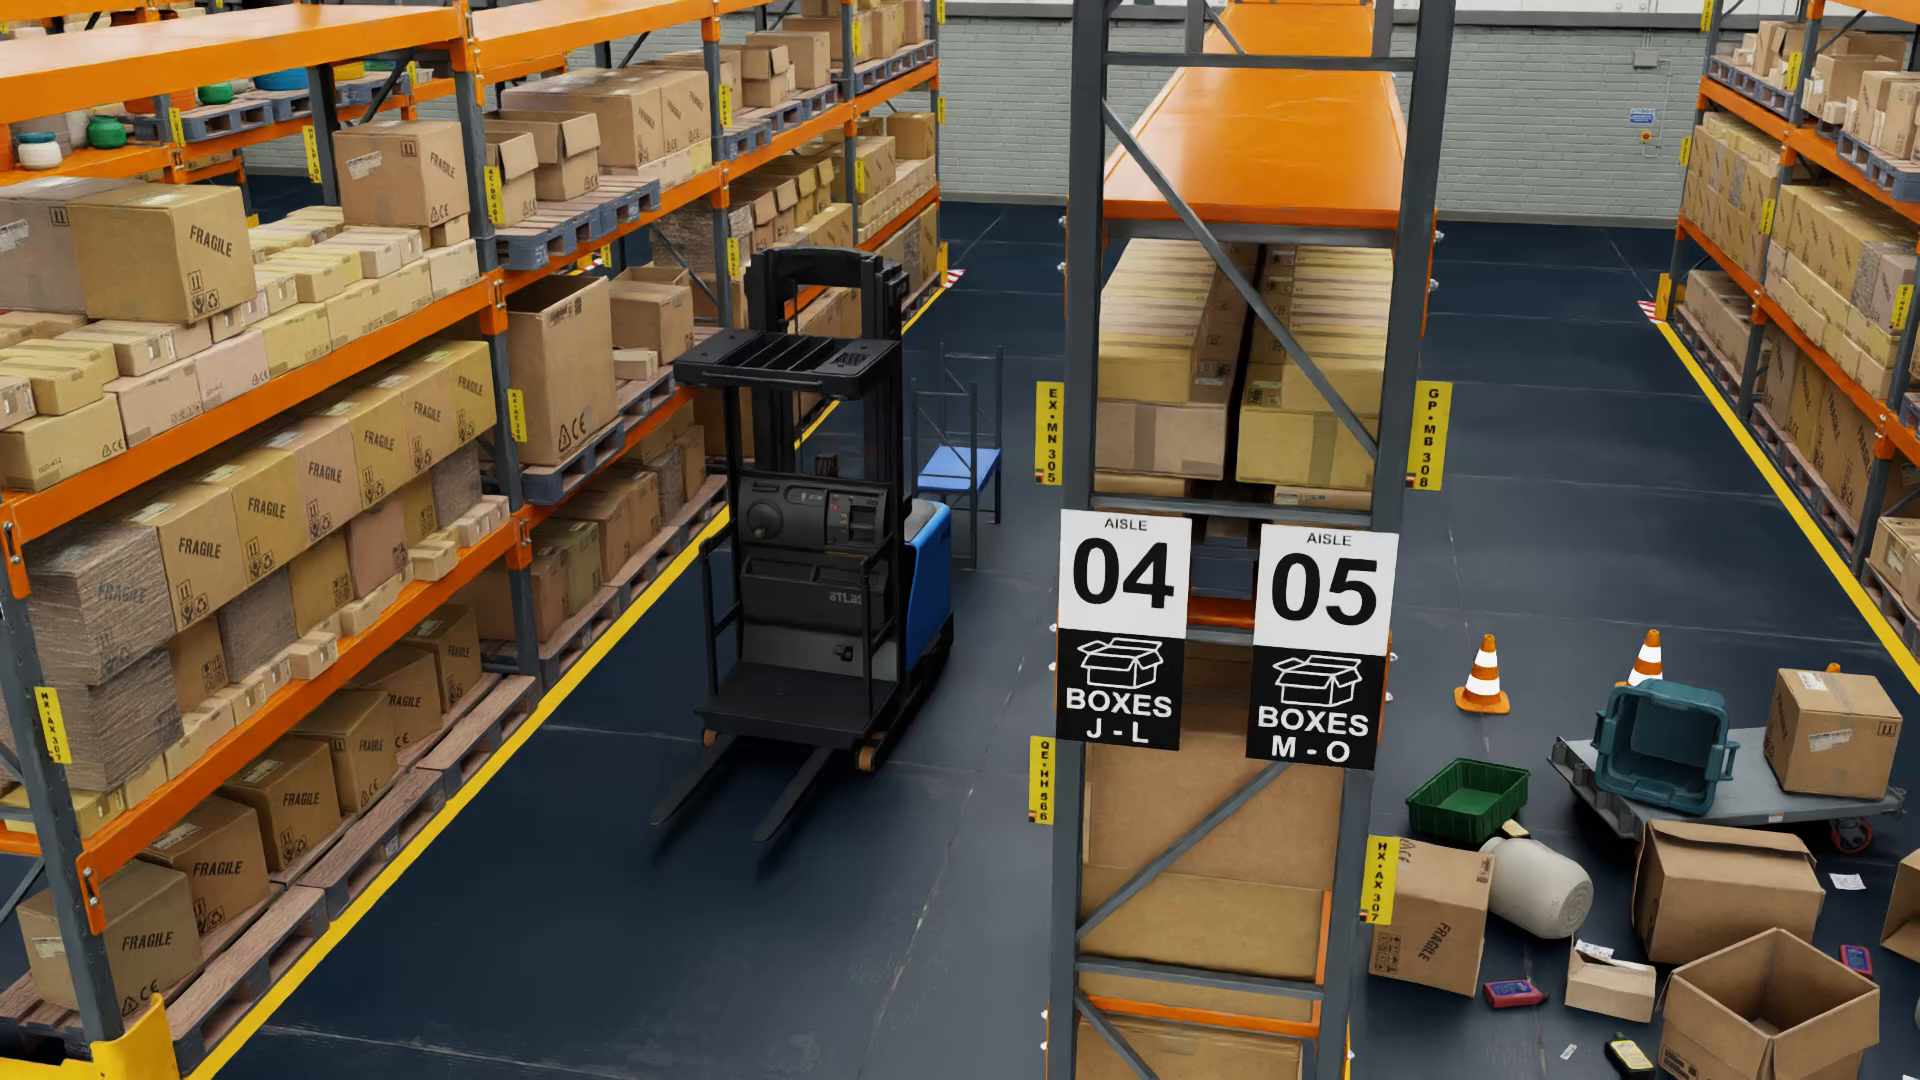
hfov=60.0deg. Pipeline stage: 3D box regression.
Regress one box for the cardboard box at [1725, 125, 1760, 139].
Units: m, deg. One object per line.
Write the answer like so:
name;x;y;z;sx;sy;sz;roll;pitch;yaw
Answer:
cardboard box;8.409;-4.338;17.770;0.380;0.149;0.250;5;22;11

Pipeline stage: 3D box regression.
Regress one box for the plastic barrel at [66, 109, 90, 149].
plastic barrel;-7.607;-3.582;14.066;0.421;0.512;0.421;0;22;0

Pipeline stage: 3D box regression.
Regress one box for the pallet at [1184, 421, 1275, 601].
pallet;0.949;-0.132;5.771;1.003;0.211;1.213;4;22;11

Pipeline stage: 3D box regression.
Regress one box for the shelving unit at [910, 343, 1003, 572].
shelving unit;-0.017;-0.664;12.996;0.538;1.500;1.048;4;22;11

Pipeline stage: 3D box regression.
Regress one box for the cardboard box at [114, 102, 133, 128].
cardboard box;-10.589;-5.297;21.019;0.500;0.500;0.500;5;23;13

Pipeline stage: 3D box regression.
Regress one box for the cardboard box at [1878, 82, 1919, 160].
cardboard box;7.323;-3.105;12.336;0.700;0.500;0.500;3;22;8

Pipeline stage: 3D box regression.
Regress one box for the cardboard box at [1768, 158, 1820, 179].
cardboard box;7.874;-3.506;15.704;0.380;0.149;0.250;4;22;10

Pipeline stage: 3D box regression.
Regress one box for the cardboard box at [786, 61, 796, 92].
cardboard box;-1.891;-4.464;15.965;0.500;0.311;0.500;4;22;9

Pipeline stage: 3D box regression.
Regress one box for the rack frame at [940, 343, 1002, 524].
rack frame;0.086;-0.850;13.458;0.500;1.500;0.032;4;22;11

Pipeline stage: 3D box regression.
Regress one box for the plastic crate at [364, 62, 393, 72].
plastic crate;-6.637;-5.162;18.425;0.450;0.188;0.662;4;22;11

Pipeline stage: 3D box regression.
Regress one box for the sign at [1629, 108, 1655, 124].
sign;10.032;-6.237;24.462;0.327;0.218;0.001;4;22;11

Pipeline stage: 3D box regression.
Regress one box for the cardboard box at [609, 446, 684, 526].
cardboard box;-2.613;-0.445;13.201;0.700;0.500;0.500;3;22;6

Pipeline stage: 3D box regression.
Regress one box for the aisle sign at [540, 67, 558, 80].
aisle sign;-5.310;-6.364;21.661;0.394;0.787;0.004;4;22;11

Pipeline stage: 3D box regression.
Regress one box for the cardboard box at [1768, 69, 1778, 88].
cardboard box;7.994;-4.429;15.961;0.380;0.149;0.250;5;22;12

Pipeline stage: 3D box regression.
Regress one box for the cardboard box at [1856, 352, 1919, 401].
cardboard box;7.156;-1.231;12.595;0.500;0.250;0.500;4;22;9

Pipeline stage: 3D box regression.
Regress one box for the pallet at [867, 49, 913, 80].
pallet;-1.150;-5.407;18.868;1.003;0.211;1.213;4;22;11

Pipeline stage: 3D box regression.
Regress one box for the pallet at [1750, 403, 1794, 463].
pallet;8.039;-0.977;15.497;1.003;0.211;1.213;4;22;11

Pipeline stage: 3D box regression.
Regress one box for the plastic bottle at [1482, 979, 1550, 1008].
plastic bottle;2.650;2.157;7.916;0.283;0.061;0.133;-3;22;-8

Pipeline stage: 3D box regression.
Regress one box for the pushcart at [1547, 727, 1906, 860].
pushcart;4.248;1.428;9.302;1.648;0.377;0.936;-3;22;-8

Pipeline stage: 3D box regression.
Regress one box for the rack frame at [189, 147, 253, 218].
rack frame;-10.460;-5.533;23.077;1.000;3.000;0.127;4;22;11

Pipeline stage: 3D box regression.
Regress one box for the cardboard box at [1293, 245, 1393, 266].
cardboard box;1.500;-1.052;6.509;0.380;0.149;0.250;5;22;12

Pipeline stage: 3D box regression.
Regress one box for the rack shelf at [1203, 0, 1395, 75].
rack shelf;2.032;-2.968;10.176;1.077;0.370;4.000;4;22;11

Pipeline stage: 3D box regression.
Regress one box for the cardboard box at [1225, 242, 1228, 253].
cardboard box;0.907;-1.195;6.864;0.380;0.149;0.250;4;22;11

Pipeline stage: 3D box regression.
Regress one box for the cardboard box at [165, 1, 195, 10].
cardboard box;-10.548;-7.246;21.842;0.700;0.500;0.500;4;22;11

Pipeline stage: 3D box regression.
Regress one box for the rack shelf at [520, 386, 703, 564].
rack shelf;-2.803;-0.786;12.252;1.077;0.370;4.000;4;22;11

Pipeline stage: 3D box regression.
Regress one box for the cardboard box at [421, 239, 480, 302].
cardboard box;-3.048;-1.523;9.306;0.500;0.250;0.500;5;23;13

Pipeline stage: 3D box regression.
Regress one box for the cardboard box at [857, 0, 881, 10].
cardboard box;-1.184;-6.066;18.550;0.500;0.250;0.500;4;22;9

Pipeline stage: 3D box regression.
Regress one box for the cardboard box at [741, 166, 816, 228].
cardboard box;-1.852;-3.341;16.158;0.797;0.503;0.637;5;22;12

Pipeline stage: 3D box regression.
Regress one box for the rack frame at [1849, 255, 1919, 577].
rack frame;7.307;-1.095;12.058;1.000;3.000;0.127;4;22;11

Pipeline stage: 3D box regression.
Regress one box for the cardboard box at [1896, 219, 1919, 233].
cardboard box;7.966;-2.322;13.631;0.500;0.500;0.500;5;22;12

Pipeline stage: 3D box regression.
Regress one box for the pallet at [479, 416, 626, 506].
pallet;-2.913;-0.568;11.004;1.003;0.211;1.213;4;22;11

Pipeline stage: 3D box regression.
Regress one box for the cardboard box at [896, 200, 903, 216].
cardboard box;-0.876;-3.850;19.235;0.380;0.149;0.250;4;22;9

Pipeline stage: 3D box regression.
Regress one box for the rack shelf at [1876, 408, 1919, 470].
rack shelf;6.899;-0.030;10.377;1.077;0.370;4.000;4;22;11

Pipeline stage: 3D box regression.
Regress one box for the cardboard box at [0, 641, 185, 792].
cardboard box;-3.888;0.691;7.090;0.875;0.500;0.500;4;22;11

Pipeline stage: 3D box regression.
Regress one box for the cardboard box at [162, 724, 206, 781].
cardboard box;-3.600;0.925;7.378;0.380;0.149;0.250;4;22;11

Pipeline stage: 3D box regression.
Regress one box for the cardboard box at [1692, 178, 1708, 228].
cardboard box;8.484;-3.727;18.458;0.500;0.500;0.500;4;22;10

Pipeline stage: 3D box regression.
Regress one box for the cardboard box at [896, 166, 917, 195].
cardboard box;-0.809;-4.276;19.758;0.500;0.250;0.500;4;22;9

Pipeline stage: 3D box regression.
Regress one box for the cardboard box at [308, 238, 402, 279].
cardboard box;-3.136;-1.462;8.620;0.380;0.149;0.250;4;22;9

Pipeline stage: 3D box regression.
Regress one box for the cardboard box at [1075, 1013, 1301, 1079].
cardboard box;0.881;2.028;6.586;0.875;0.875;0.875;5;22;11

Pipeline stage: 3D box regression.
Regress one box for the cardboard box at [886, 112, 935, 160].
cardboard box;-0.605;-4.995;20.539;0.500;0.500;0.500;5;22;12

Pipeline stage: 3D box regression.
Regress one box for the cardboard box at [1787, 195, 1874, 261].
cardboard box;7.675;-2.741;14.673;0.500;0.500;0.500;4;22;11

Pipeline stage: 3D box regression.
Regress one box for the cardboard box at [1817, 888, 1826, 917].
cardboard box;4.223;1.770;8.603;0.258;0.266;0.396;-11;25;-26

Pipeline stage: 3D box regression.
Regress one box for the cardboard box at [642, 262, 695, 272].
cardboard box;-2.537;-2.097;14.411;0.500;0.500;0.500;5;23;13

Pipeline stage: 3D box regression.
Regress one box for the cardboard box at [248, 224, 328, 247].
cardboard box;-3.643;-1.599;8.960;0.380;0.149;0.250;5;22;11

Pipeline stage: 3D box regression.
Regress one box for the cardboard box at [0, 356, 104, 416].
cardboard box;-3.597;-0.602;6.486;0.380;0.149;0.250;5;22;12

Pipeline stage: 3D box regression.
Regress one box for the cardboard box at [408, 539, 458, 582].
cardboard box;-3.079;0.107;9.409;0.380;0.149;0.250;4;22;11

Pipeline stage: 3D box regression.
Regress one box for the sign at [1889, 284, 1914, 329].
sign;6.763;-1.674;11.944;0.100;0.325;0.005;4;22;11

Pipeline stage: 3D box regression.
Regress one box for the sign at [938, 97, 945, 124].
sign;-0.234;-5.377;20.823;0.100;0.325;0.005;4;22;11

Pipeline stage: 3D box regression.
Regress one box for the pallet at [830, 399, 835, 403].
pallet;-1.662;-1.732;17.373;1.003;0.211;1.213;4;22;11

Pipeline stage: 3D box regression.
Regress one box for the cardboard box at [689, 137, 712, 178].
cardboard box;-2.252;-2.980;12.924;0.500;0.250;0.500;5;22;11

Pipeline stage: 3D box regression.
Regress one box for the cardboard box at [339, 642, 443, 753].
cardboard box;-3.441;0.930;9.813;0.500;0.500;0.500;12;25;28

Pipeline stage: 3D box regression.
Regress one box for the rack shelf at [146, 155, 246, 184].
rack shelf;-10.868;-4.468;21.396;1.077;0.370;4.000;4;22;11

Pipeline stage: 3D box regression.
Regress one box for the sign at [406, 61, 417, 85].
sign;-5.889;-5.044;17.836;0.100;0.325;0.005;4;22;11

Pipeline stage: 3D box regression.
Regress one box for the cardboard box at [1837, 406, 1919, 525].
cardboard box;7.529;-0.551;12.988;0.875;0.875;0.875;4;22;10

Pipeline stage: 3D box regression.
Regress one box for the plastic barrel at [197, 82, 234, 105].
plastic barrel;-6.802;-4.113;15.181;0.294;0.245;0.294;0;22;0

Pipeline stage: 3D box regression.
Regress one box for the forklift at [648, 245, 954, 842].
forklift;-0.943;-0.136;9.767;1.130;2.935;3.031;6;23;15

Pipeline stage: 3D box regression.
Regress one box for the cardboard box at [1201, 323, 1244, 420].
cardboard box;0.737;-0.594;5.905;0.500;0.250;0.500;5;22;11

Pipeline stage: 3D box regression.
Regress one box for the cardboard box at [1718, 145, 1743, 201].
cardboard box;8.265;-3.817;17.343;0.500;0.500;0.500;5;22;11
